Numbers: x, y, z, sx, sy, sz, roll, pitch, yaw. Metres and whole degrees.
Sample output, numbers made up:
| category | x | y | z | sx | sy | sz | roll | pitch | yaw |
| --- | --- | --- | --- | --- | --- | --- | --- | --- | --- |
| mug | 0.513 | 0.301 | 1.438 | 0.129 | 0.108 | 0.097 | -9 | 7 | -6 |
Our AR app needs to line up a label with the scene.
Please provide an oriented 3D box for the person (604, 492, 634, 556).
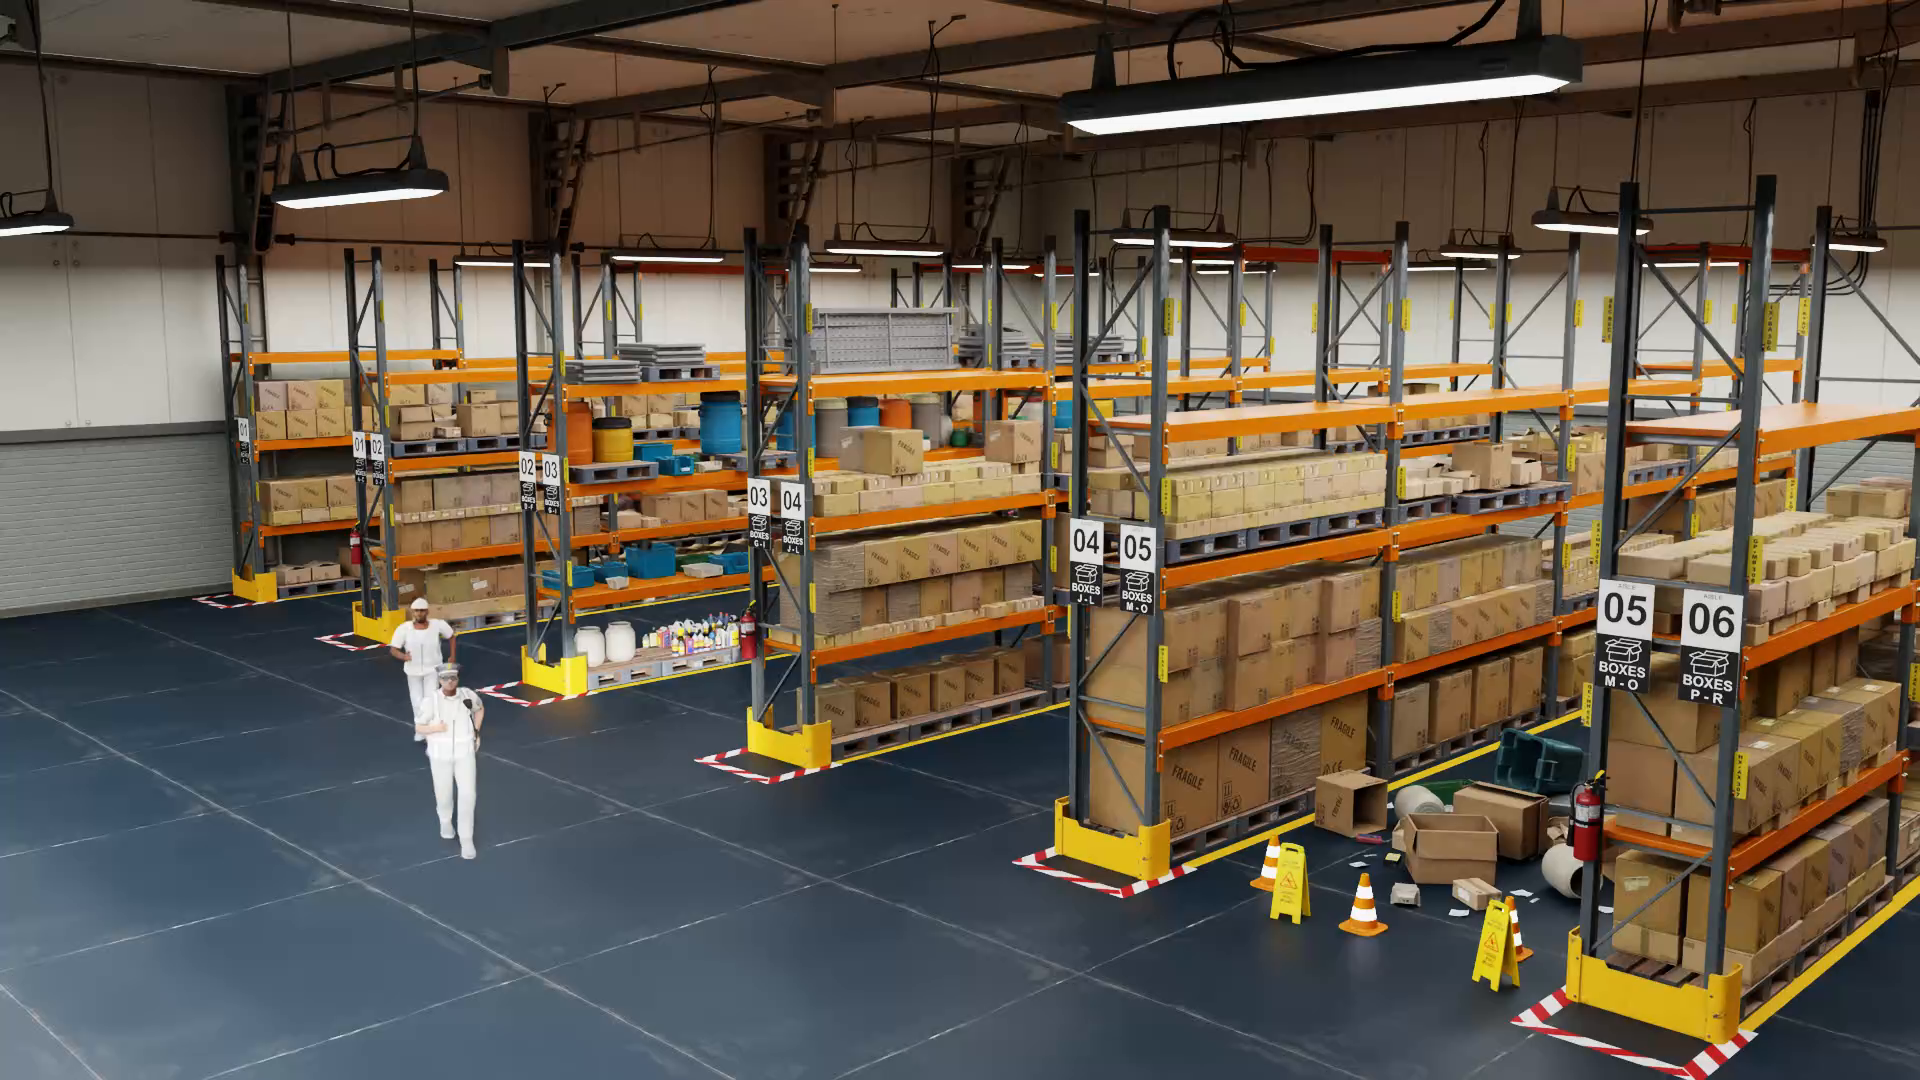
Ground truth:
| category | x | y | z | sx | sy | sz | roll | pitch | yaw |
| --- | --- | --- | --- | --- | --- | --- | --- | --- | --- |
| person | -6.403 | -0.164 | 31.431 | 0.672 | 1.847 | 0.855 | 5 | 9 | 30 |

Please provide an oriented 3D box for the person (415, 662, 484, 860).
| category | x | y | z | sx | sy | sz | roll | pitch | yaw |
| --- | --- | --- | --- | --- | --- | --- | --- | --- | --- |
| person | -4.825 | 2.051 | 15.802 | 0.651 | 1.818 | 0.834 | -3 | 9 | -21 |

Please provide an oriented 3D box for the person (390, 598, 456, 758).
| category | x | y | z | sx | sy | sz | roll | pitch | yaw |
| --- | --- | --- | --- | --- | --- | --- | --- | --- | --- |
| person | -6.236 | 1.560 | 19.347 | 0.724 | 1.816 | 0.834 | -2 | 8 | -13 |
